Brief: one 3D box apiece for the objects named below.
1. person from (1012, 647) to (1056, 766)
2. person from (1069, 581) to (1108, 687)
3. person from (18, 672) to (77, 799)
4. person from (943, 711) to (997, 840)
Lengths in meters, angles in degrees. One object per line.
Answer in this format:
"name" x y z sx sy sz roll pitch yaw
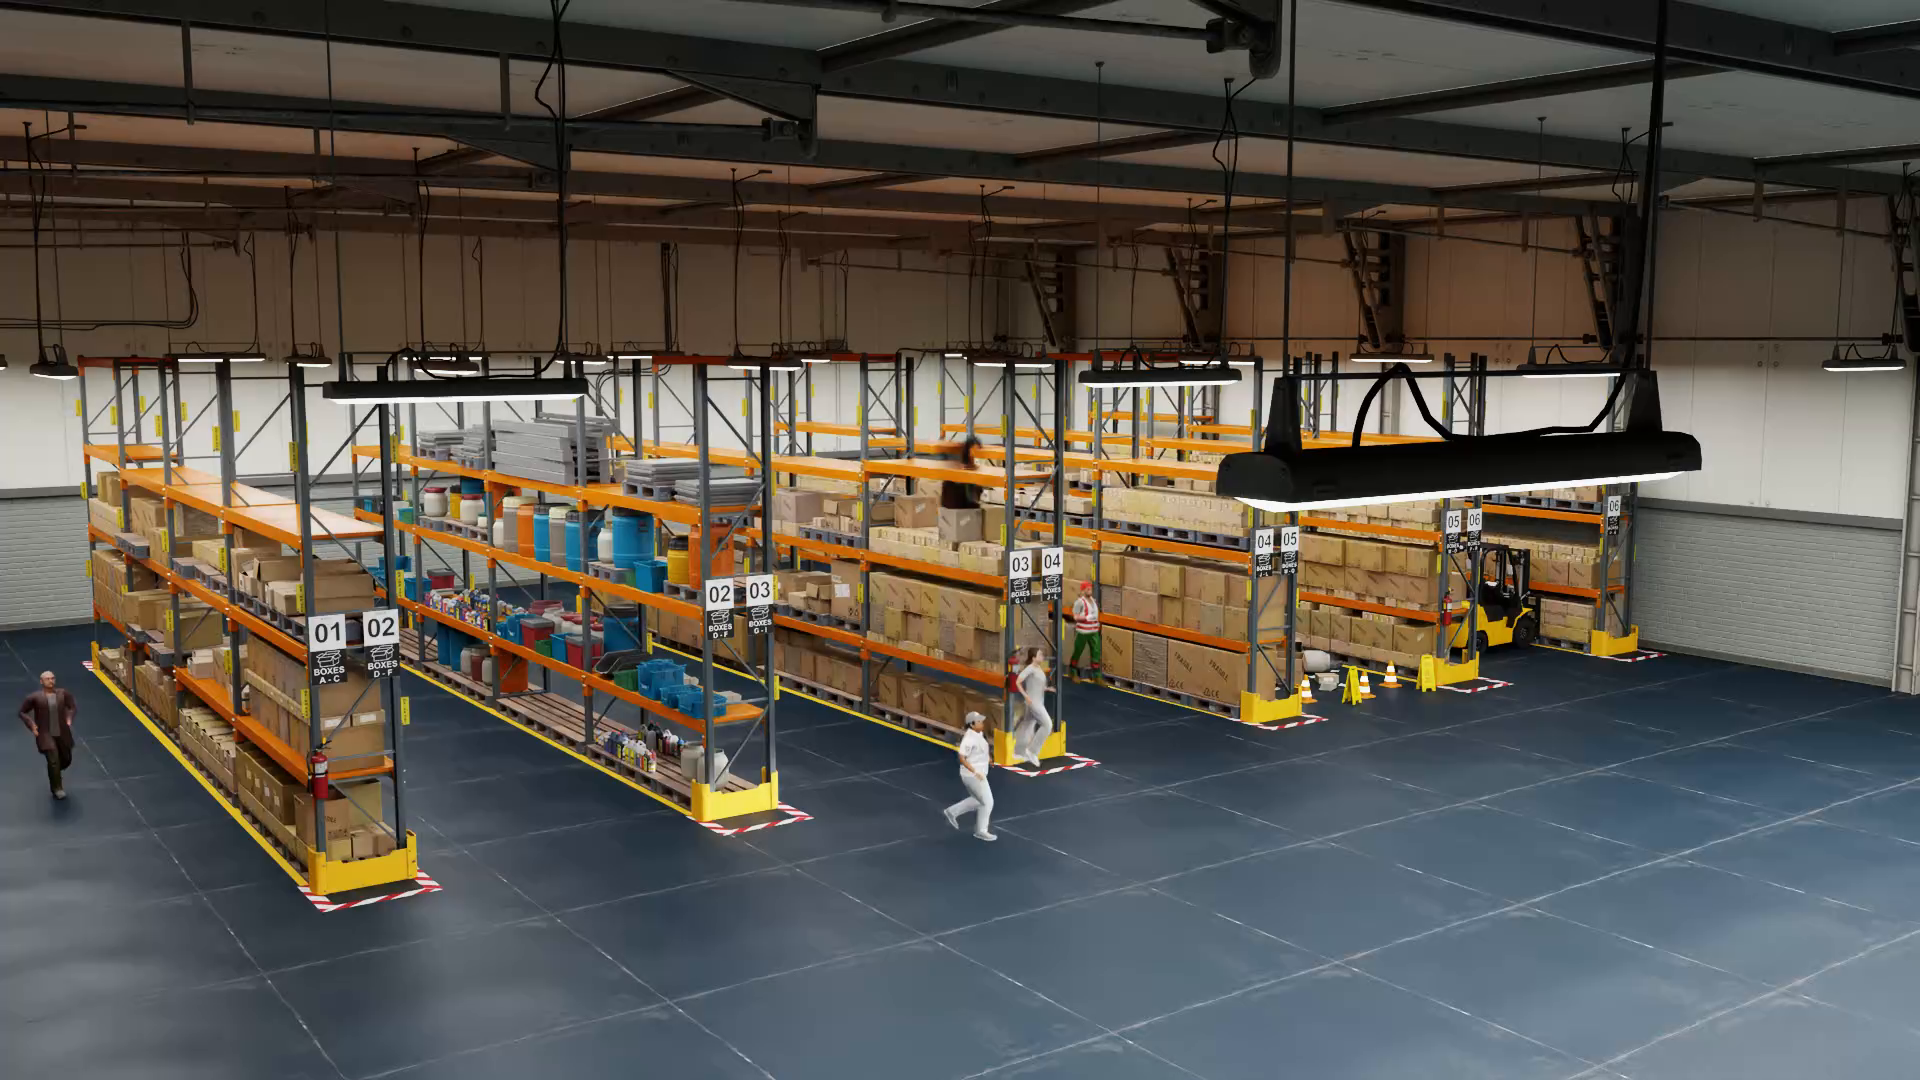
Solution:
"person" 1.066 2.366 23.702 0.635 1.700 0.539 2 7 15
"person" 2.224 1.626 28.900 0.645 1.831 0.843 -5 9 -38
"person" -12.607 2.682 23.037 0.826 1.735 0.698 7 10 44
"person" 0.128 2.982 21.086 0.693 1.659 0.602 0 7 4
